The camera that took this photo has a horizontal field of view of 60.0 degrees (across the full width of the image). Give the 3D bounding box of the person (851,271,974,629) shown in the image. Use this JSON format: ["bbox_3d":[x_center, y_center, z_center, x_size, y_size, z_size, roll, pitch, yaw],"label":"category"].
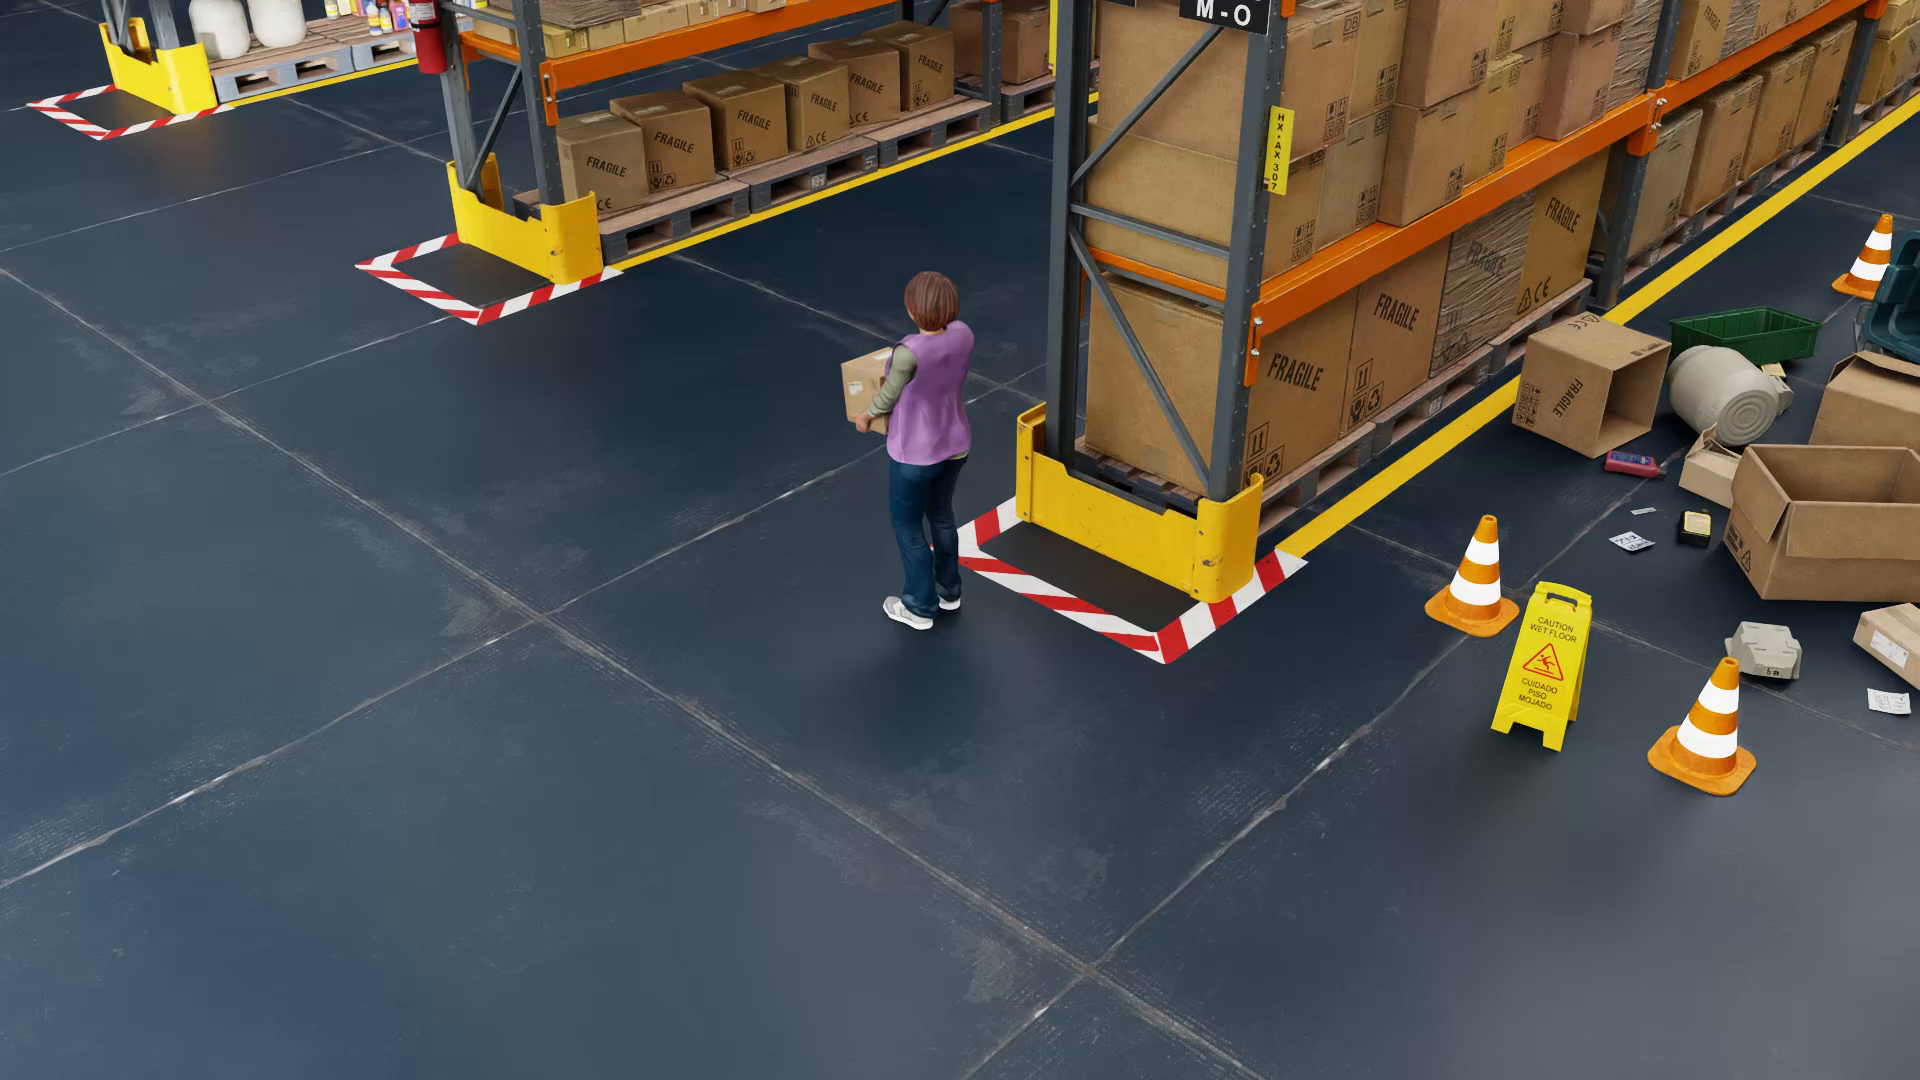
[{"bbox_3d":[-0.186,-0.392,6.784,0.404,1.590,0.497,-25,40,-34],"label":"person"}]
